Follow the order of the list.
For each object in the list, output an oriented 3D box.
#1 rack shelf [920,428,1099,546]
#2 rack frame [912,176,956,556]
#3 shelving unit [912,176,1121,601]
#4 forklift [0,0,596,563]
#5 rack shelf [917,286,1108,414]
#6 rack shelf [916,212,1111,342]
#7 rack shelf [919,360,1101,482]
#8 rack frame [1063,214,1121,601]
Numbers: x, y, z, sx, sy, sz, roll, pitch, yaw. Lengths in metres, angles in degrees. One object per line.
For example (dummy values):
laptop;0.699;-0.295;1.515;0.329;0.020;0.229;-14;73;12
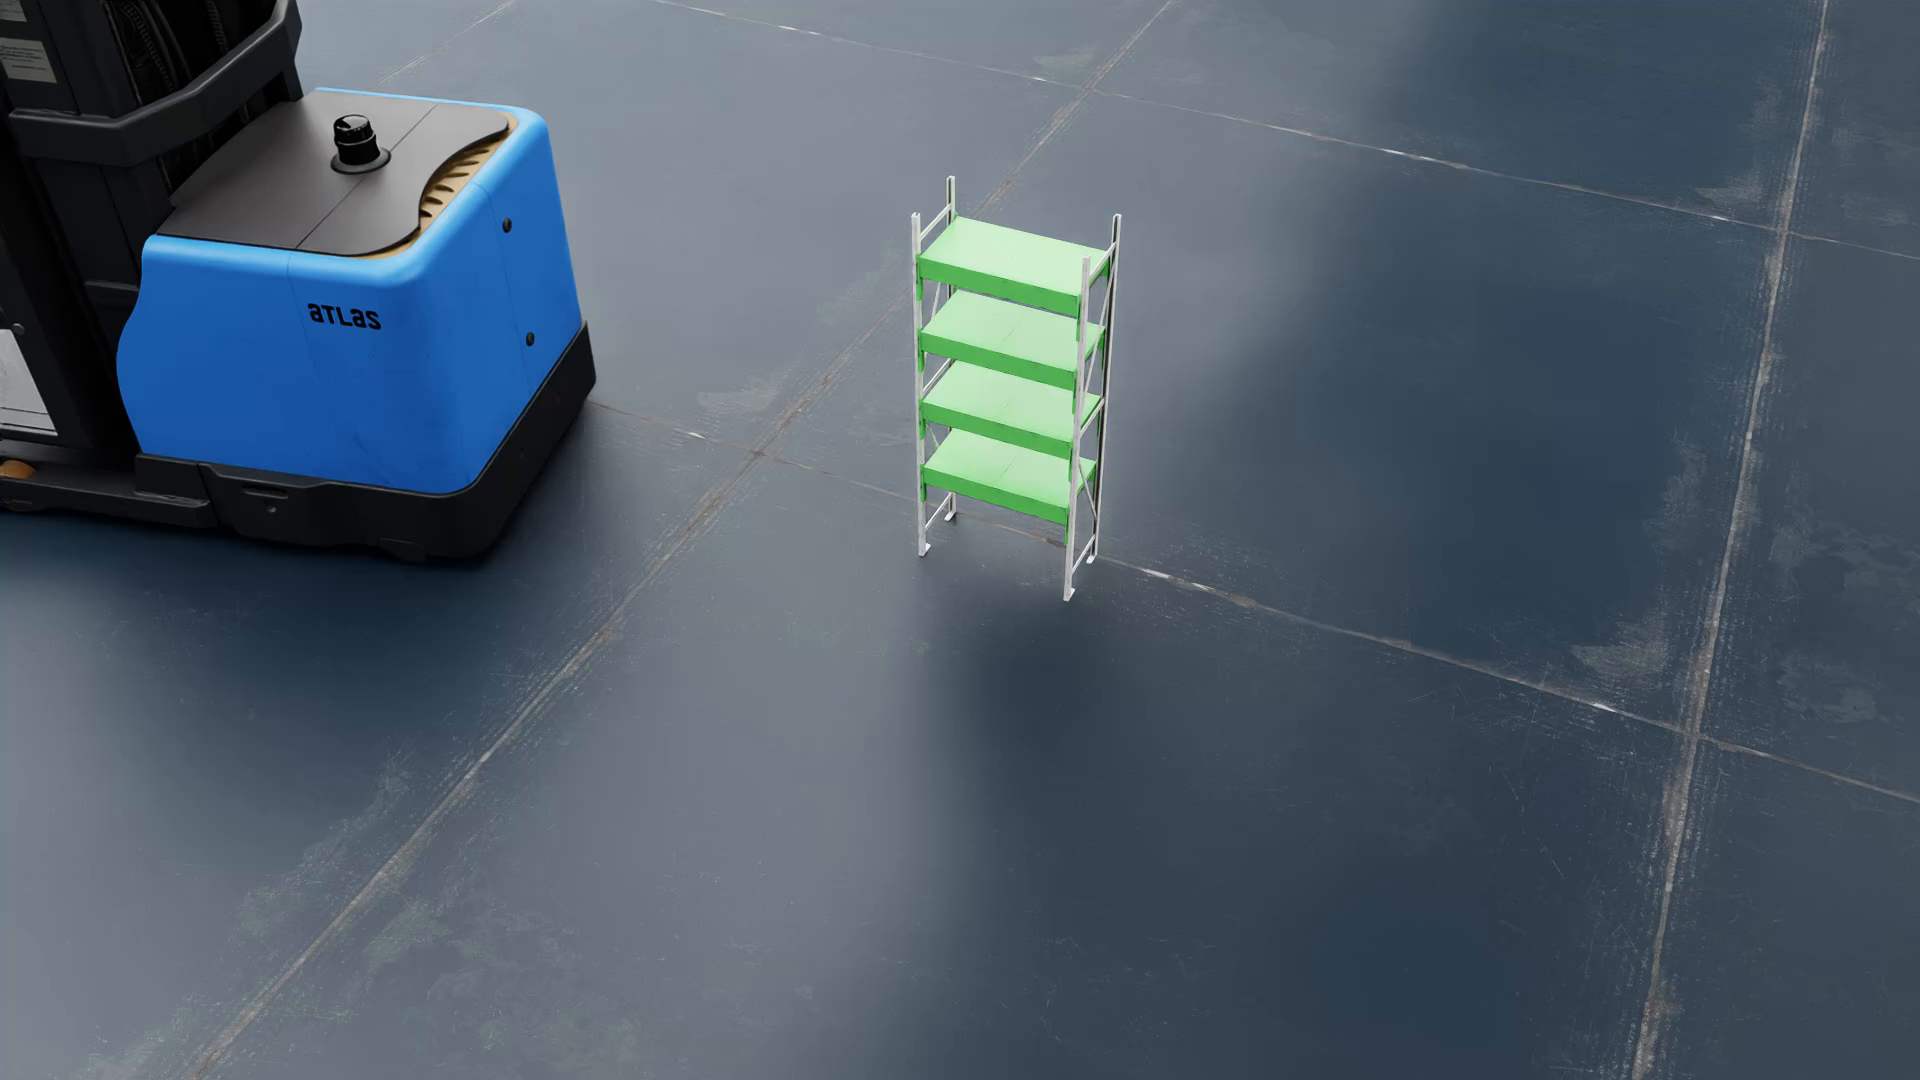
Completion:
rack shelf;0.150;-0.178;5.003;0.480;0.148;0.258;17;44;19
rack frame;-0.071;-0.475;4.882;0.015;1.200;0.240;17;44;19
shelving unit;0.150;-0.408;4.804;0.503;1.200;0.258;17;44;19
forklift;-2.834;-1.527;4.774;3.031;2.935;1.130;8;42;9
rack shelf;0.150;-0.541;4.689;0.480;0.148;0.258;17;44;19
rack shelf;0.150;-0.722;4.532;0.480;0.148;0.258;17;44;19
rack shelf;0.150;-0.359;4.846;0.480;0.148;0.258;17;44;19
rack frame;0.371;-0.340;4.726;0.015;1.200;0.240;17;44;19
